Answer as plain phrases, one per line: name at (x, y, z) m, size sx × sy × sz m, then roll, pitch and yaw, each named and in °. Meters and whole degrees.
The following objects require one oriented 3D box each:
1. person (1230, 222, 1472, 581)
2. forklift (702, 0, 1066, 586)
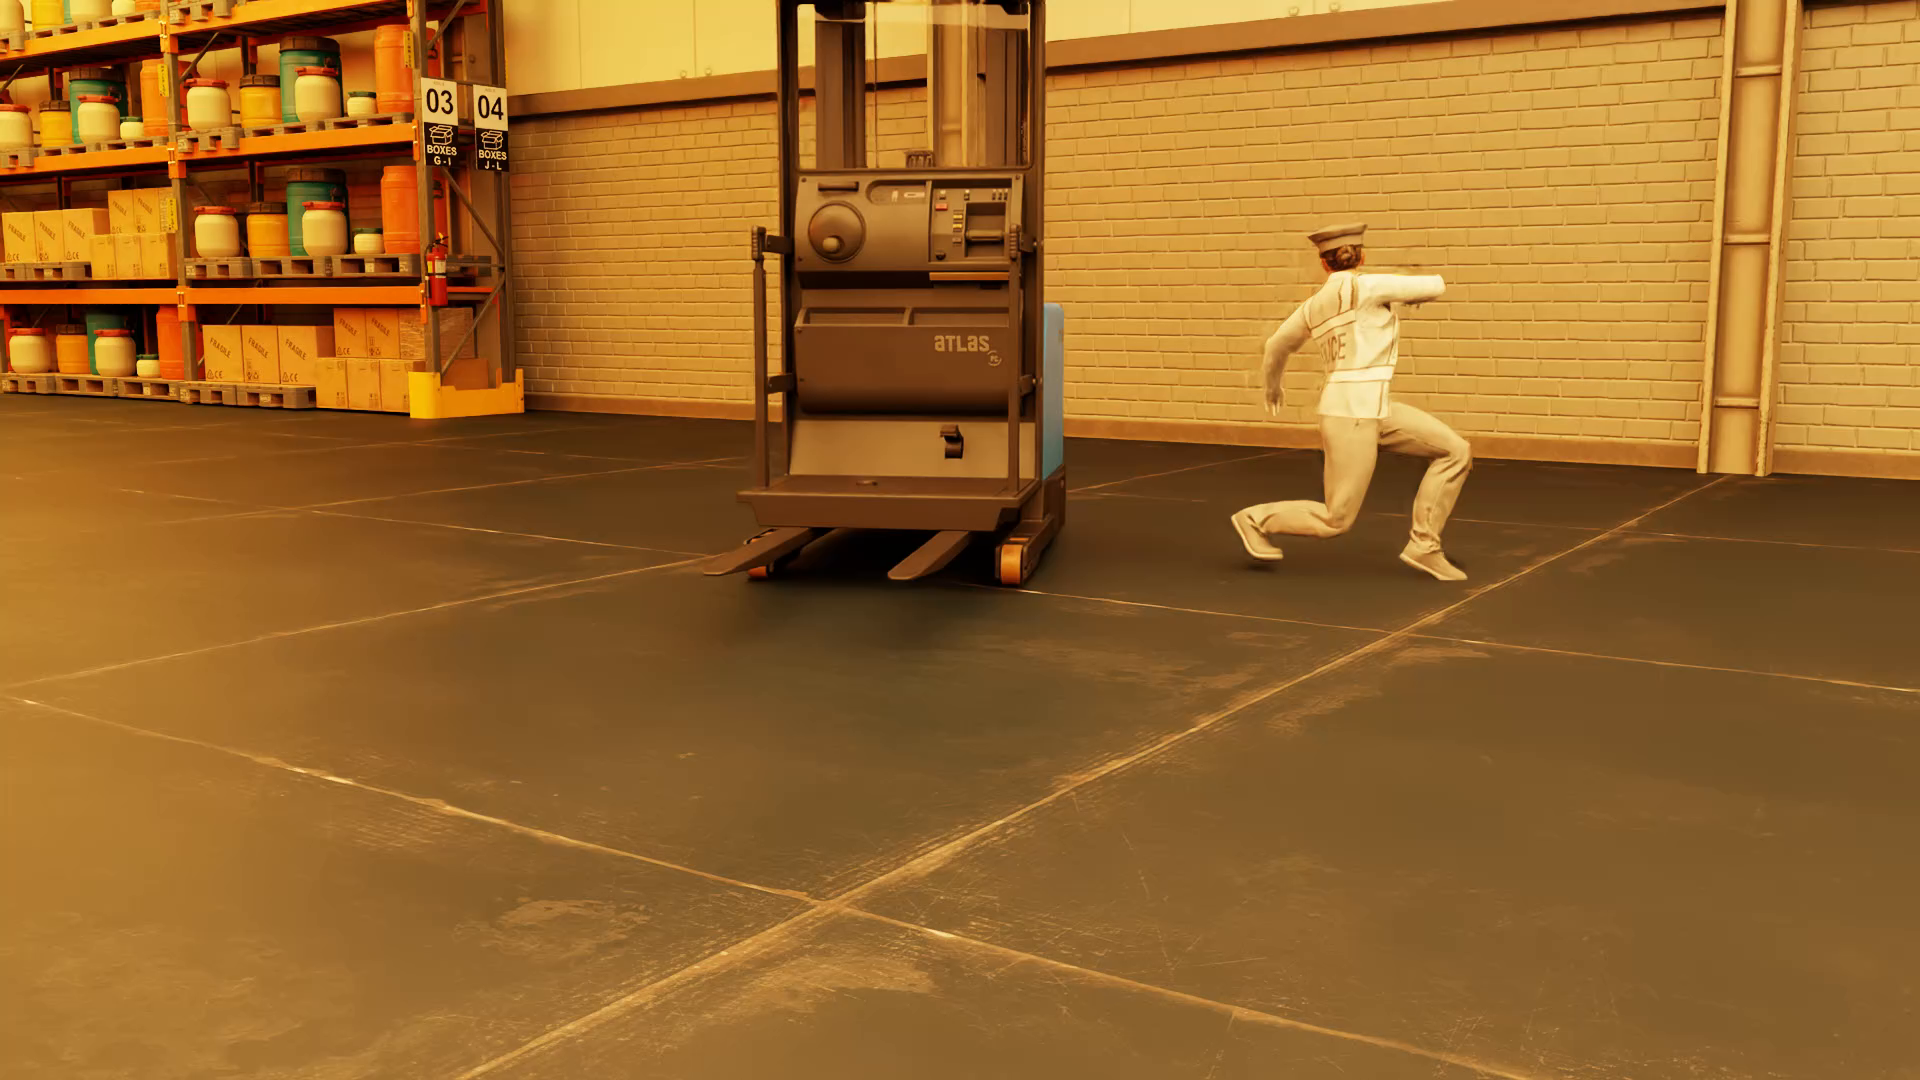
person at (1.576, -0.557, 6.704) m, size 0.934 × 1.416 × 0.744 m, roll 2°, pitch 8°, yaw 13°
forklift at (-0.241, -1.328, 6.529) m, size 1.130 × 2.935 × 3.031 m, roll 1°, pitch 8°, yaw 9°
